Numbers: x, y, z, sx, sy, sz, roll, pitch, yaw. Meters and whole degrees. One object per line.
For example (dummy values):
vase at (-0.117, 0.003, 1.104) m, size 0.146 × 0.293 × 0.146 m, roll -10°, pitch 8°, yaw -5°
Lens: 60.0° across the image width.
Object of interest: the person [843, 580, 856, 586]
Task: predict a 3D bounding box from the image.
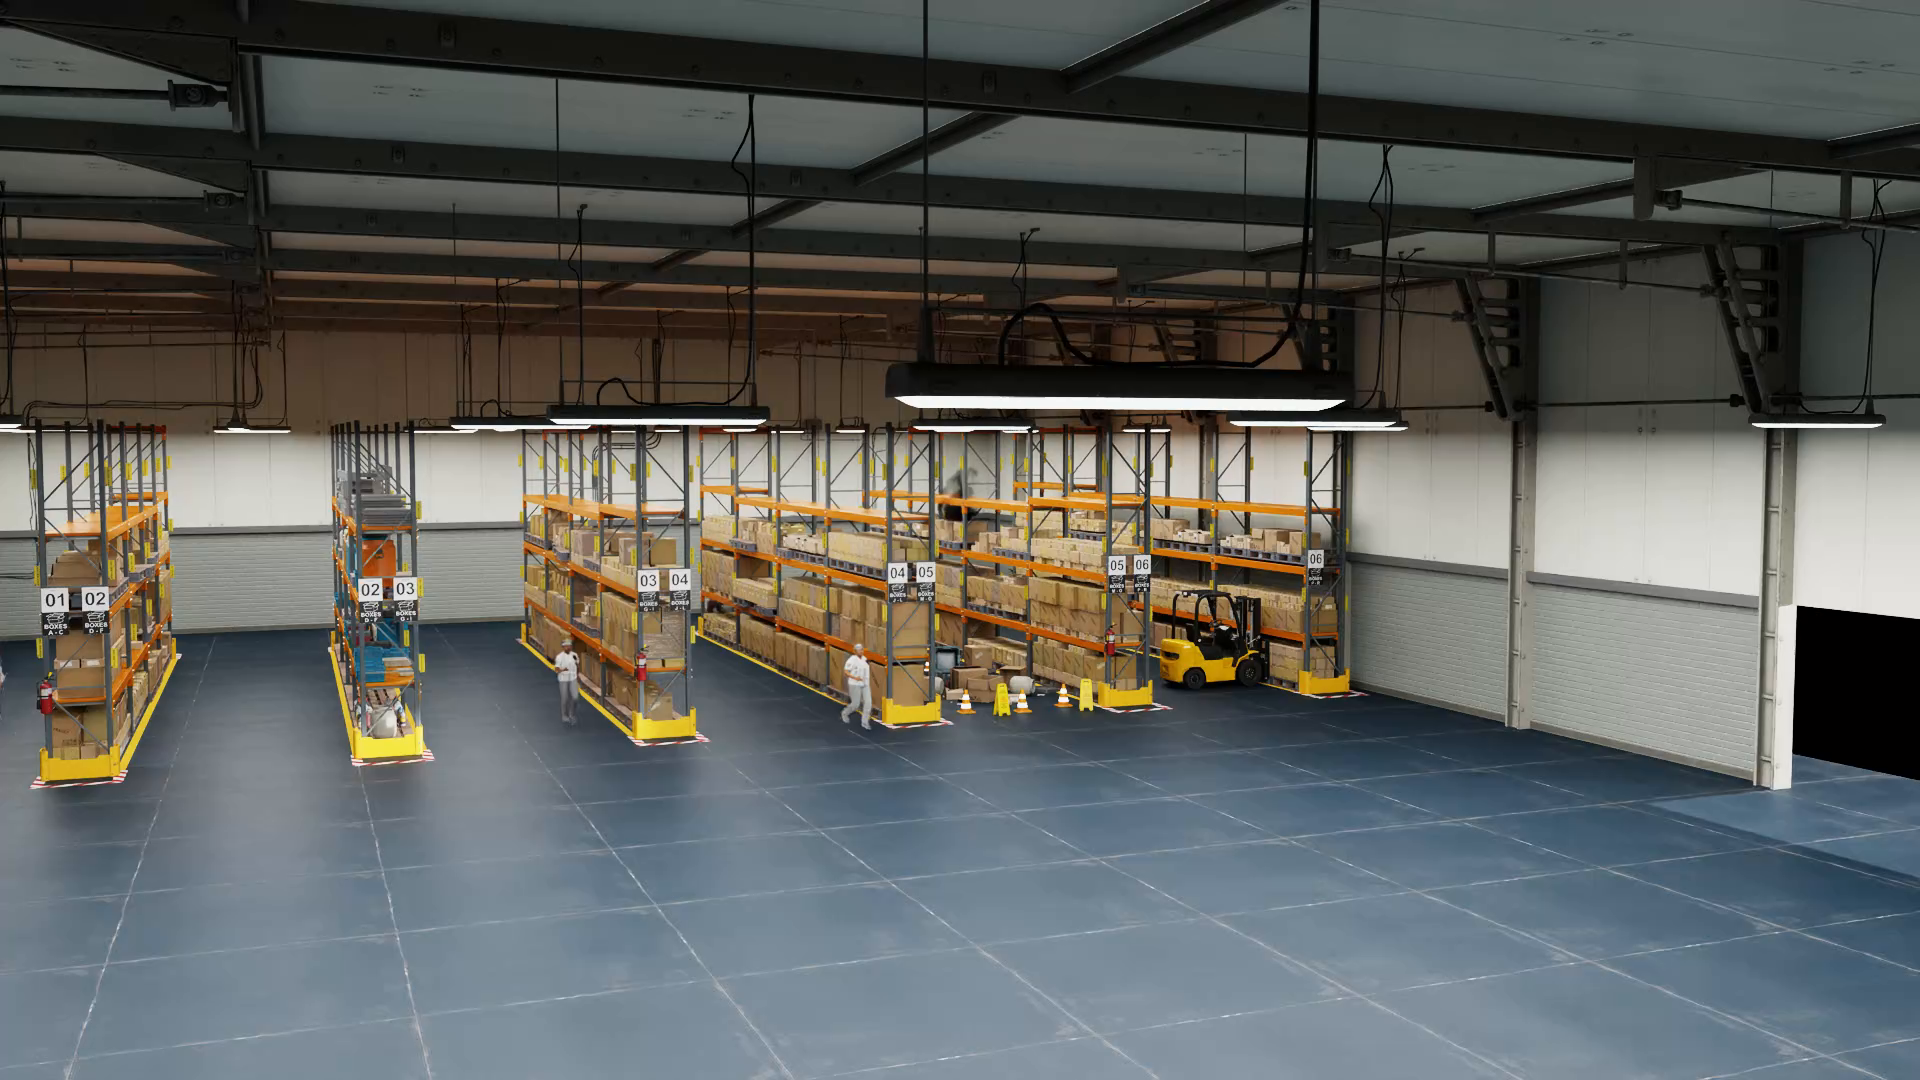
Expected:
person at (-3.452, 1.631, 51.160) m, size 0.934 × 1.747 × 0.719 m, roll 0°, pitch 4°, yaw -4°

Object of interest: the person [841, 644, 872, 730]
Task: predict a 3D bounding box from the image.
person at (-2.011, 2.871, 32.667) m, size 0.615 × 1.673 × 0.740 m, roll -3°, pitch 5°, yaw -42°

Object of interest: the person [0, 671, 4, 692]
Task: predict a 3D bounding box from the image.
person at (-18.444, 2.955, 31.562) m, size 0.538 × 1.591 × 0.803 m, roll -2°, pitch 4°, yaw -30°

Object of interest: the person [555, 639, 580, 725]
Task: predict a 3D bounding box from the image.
person at (-7.771, 2.827, 33.045) m, size 0.558 × 1.716 × 0.667 m, roll -2°, pitch 4°, yaw -25°

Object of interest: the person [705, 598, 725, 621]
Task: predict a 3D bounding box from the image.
person at (-7.345, 1.832, 49.557) m, size 1.035 × 1.516 × 0.759 m, roll 1°, pitch 4°, yaw 20°
